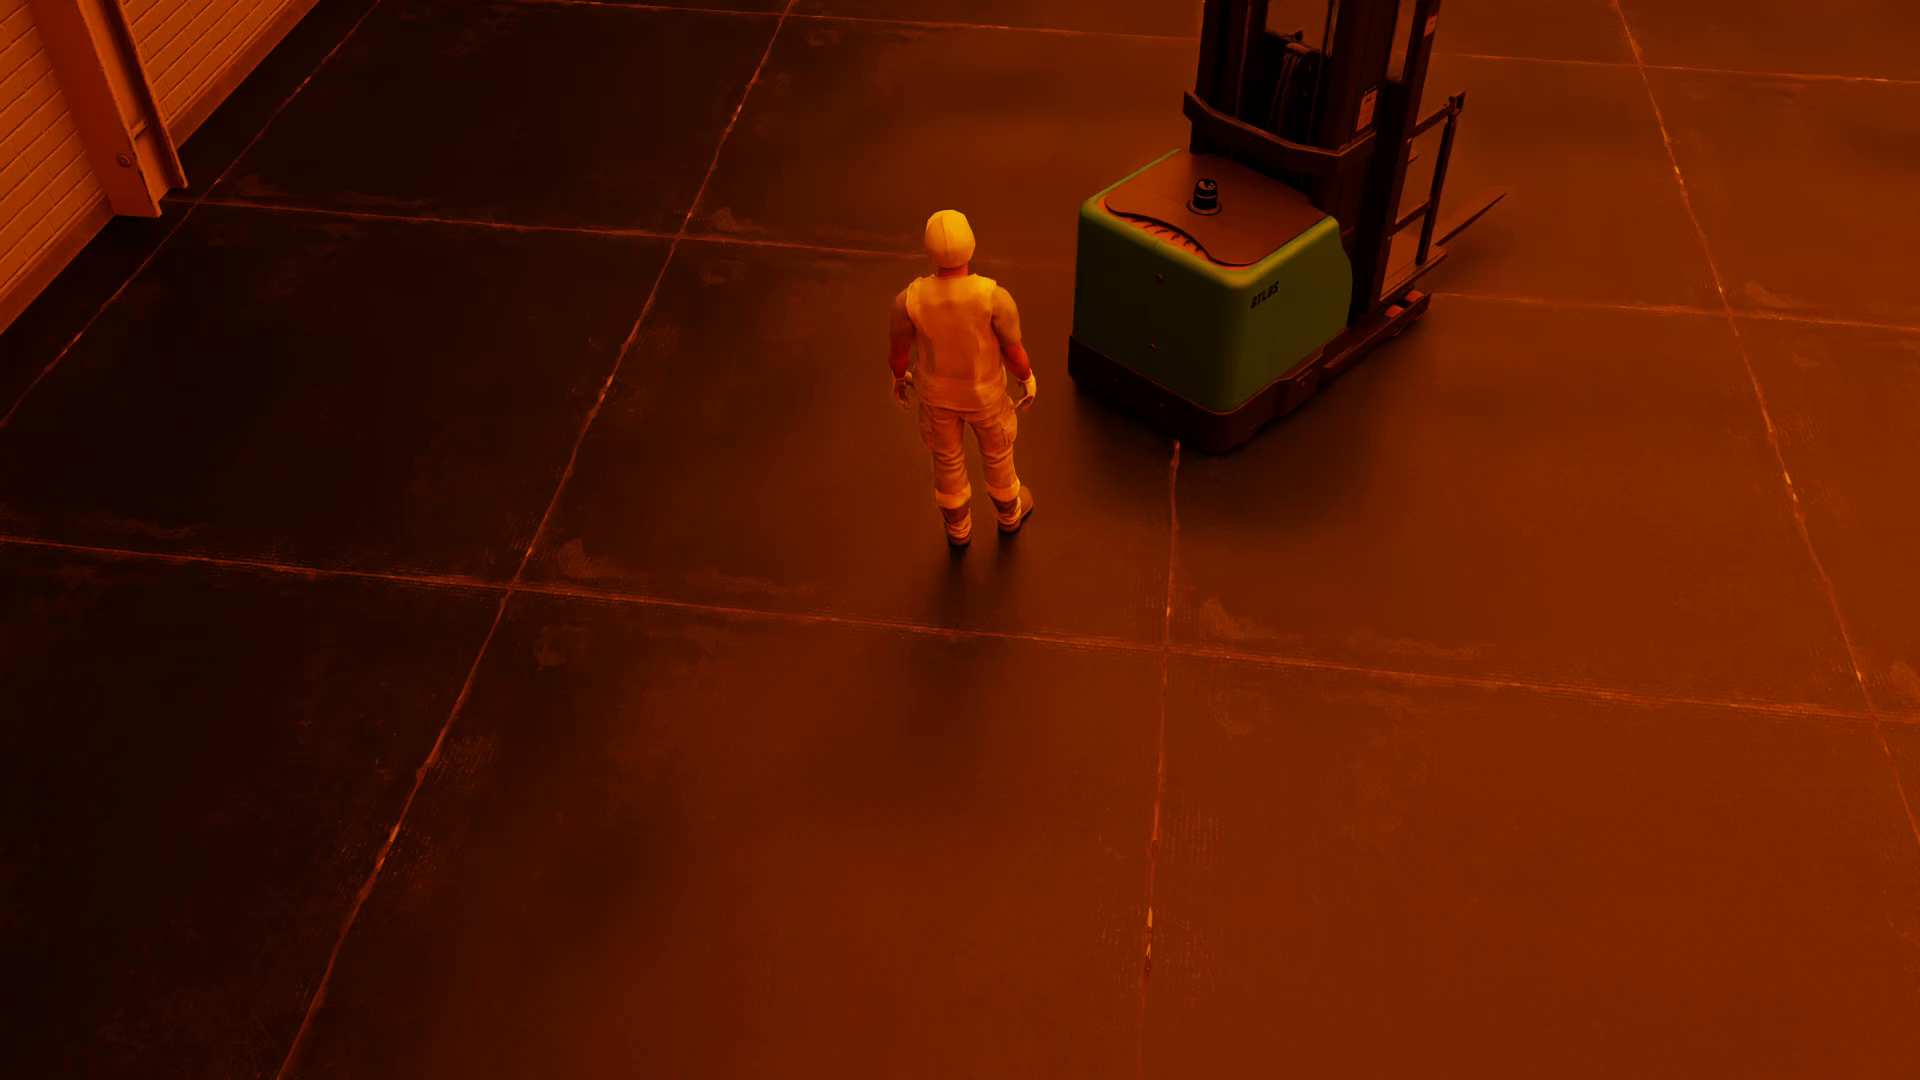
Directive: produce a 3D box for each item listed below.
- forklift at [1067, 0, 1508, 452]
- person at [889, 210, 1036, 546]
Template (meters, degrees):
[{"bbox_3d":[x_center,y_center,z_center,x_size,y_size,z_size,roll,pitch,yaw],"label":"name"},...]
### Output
[{"bbox_3d":[1.950,-2.416,8.354,1.130,2.935,3.031,33,52,31],"label":"forklift"},{"bbox_3d":[0.023,-0.717,7.338,0.638,1.788,0.563,5,43,6],"label":"person"}]
